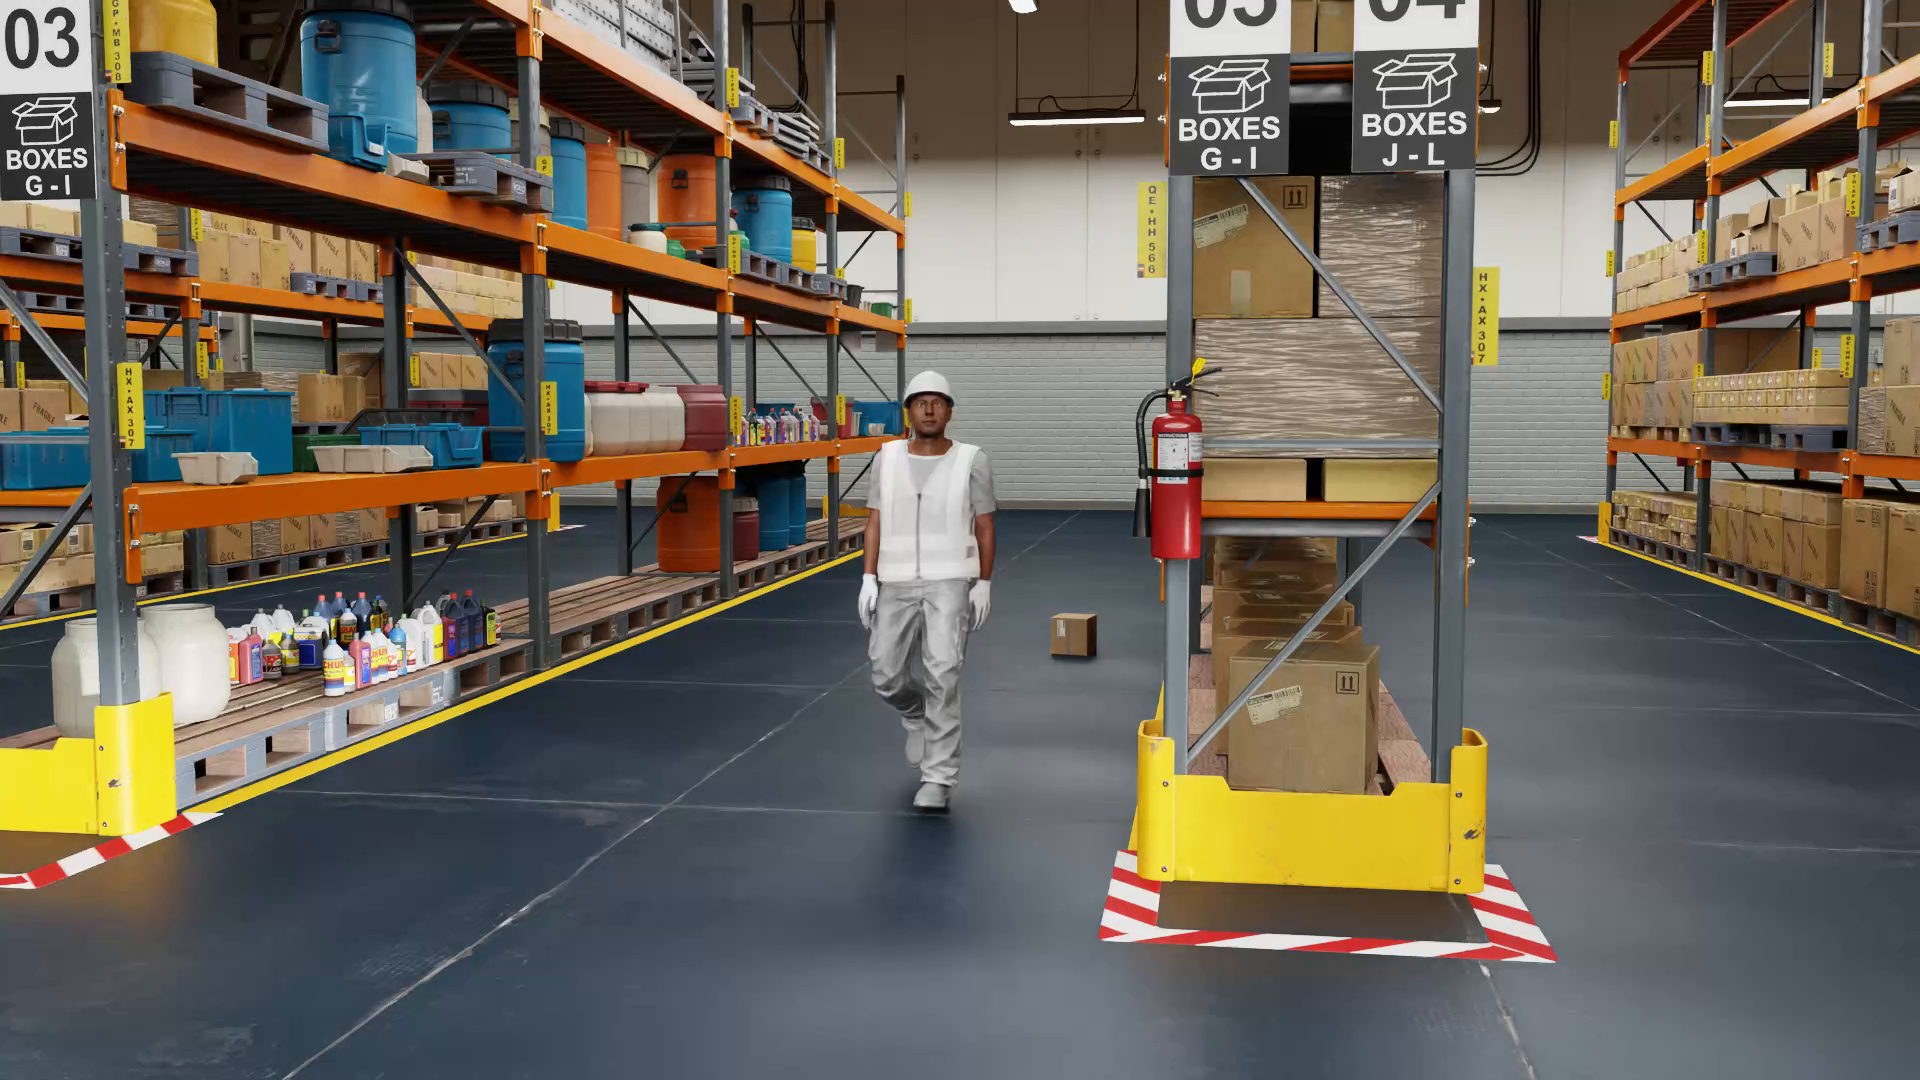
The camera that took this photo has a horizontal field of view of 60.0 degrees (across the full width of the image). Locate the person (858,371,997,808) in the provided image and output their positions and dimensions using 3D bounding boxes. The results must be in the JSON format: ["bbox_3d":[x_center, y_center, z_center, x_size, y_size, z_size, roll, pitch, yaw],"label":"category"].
[{"bbox_3d":[-0.135,0.183,6.903,0.552,1.765,0.747,1,5,14],"label":"person"}]
